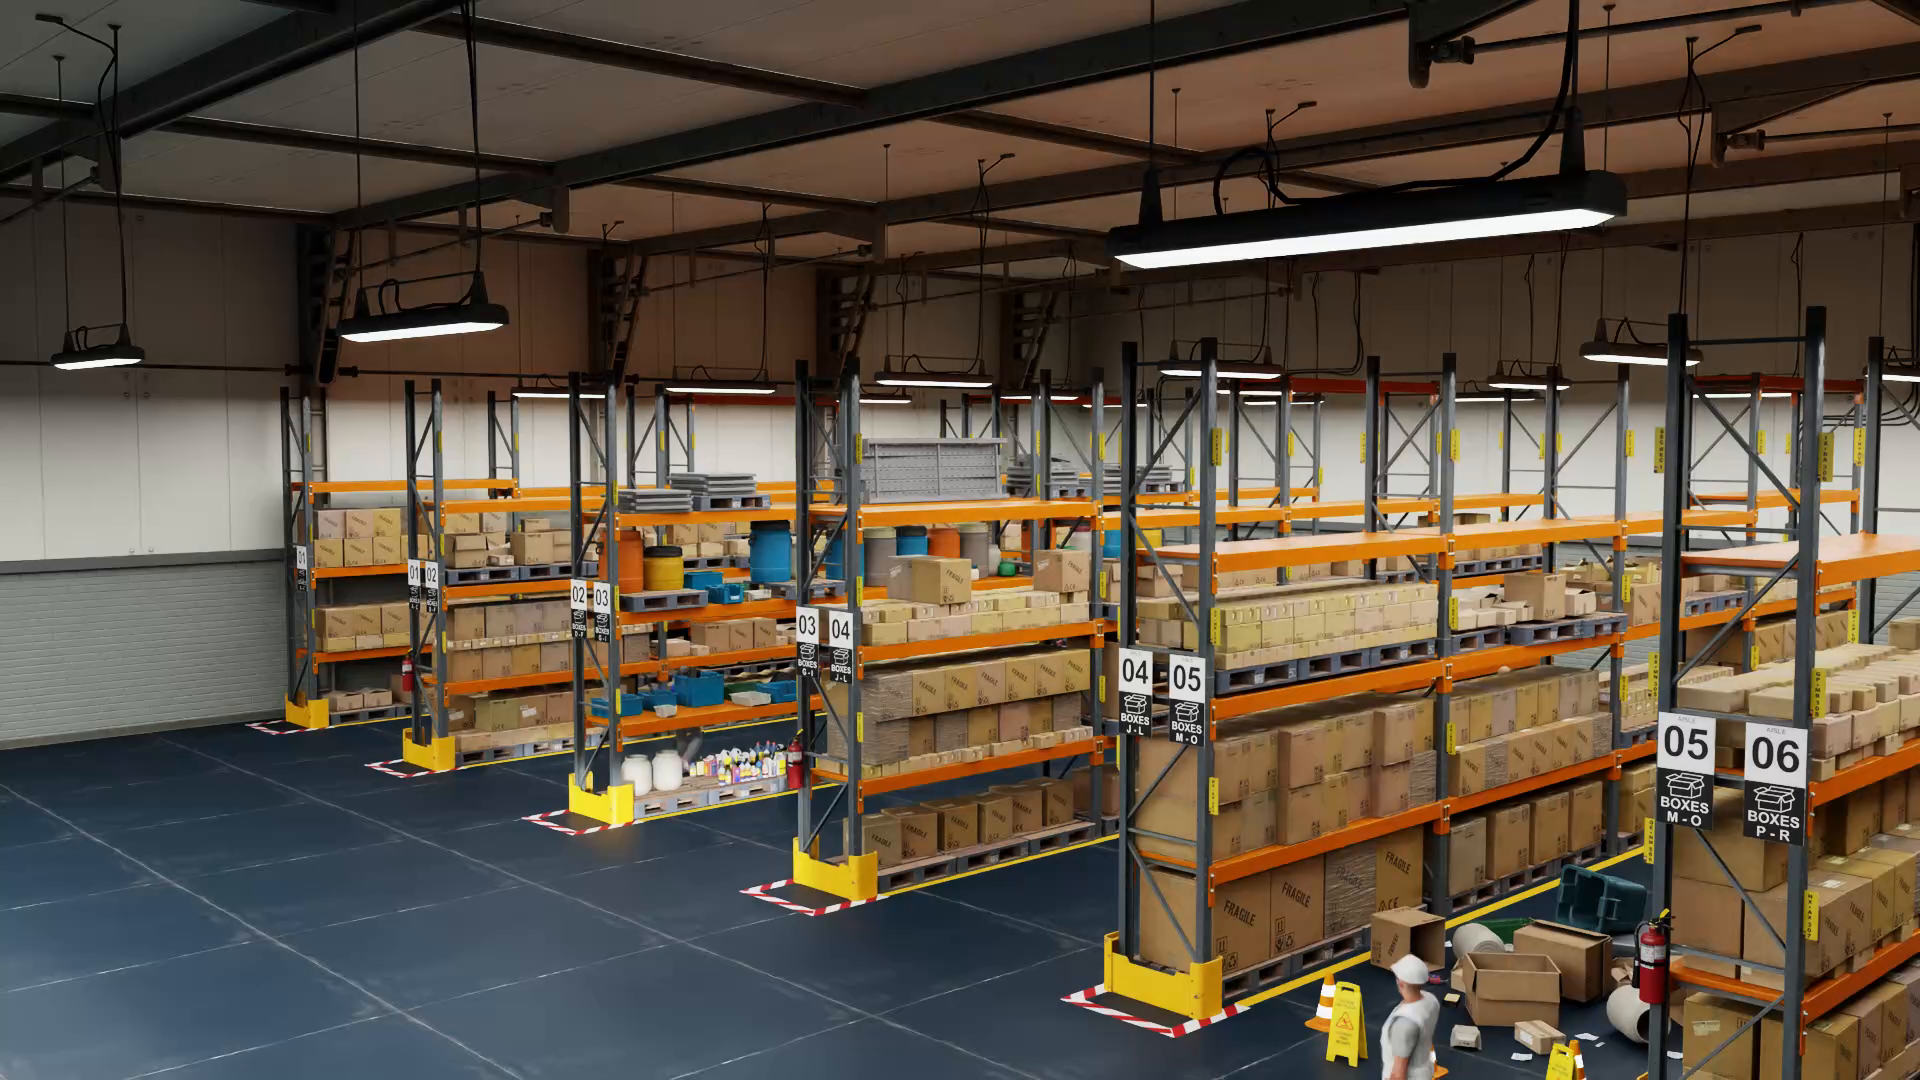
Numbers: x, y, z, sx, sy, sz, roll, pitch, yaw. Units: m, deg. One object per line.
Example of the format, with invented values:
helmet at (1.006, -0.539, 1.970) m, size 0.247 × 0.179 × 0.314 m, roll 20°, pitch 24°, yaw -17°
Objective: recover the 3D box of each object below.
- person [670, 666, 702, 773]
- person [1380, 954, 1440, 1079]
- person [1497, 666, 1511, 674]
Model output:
person at (-4.158, 2.716, 25.149) m, size 0.458 × 1.648 × 0.483 m, roll 1°, pitch 4°, yaw 11°
person at (2.915, 3.567, 10.837) m, size 0.492 × 1.787 × 0.635 m, roll 2°, pitch 4°, yaw 24°
person at (7.907, 2.728, 24.329) m, size 0.506 × 1.769 × 0.663 m, roll 1°, pitch 4°, yaw 17°
